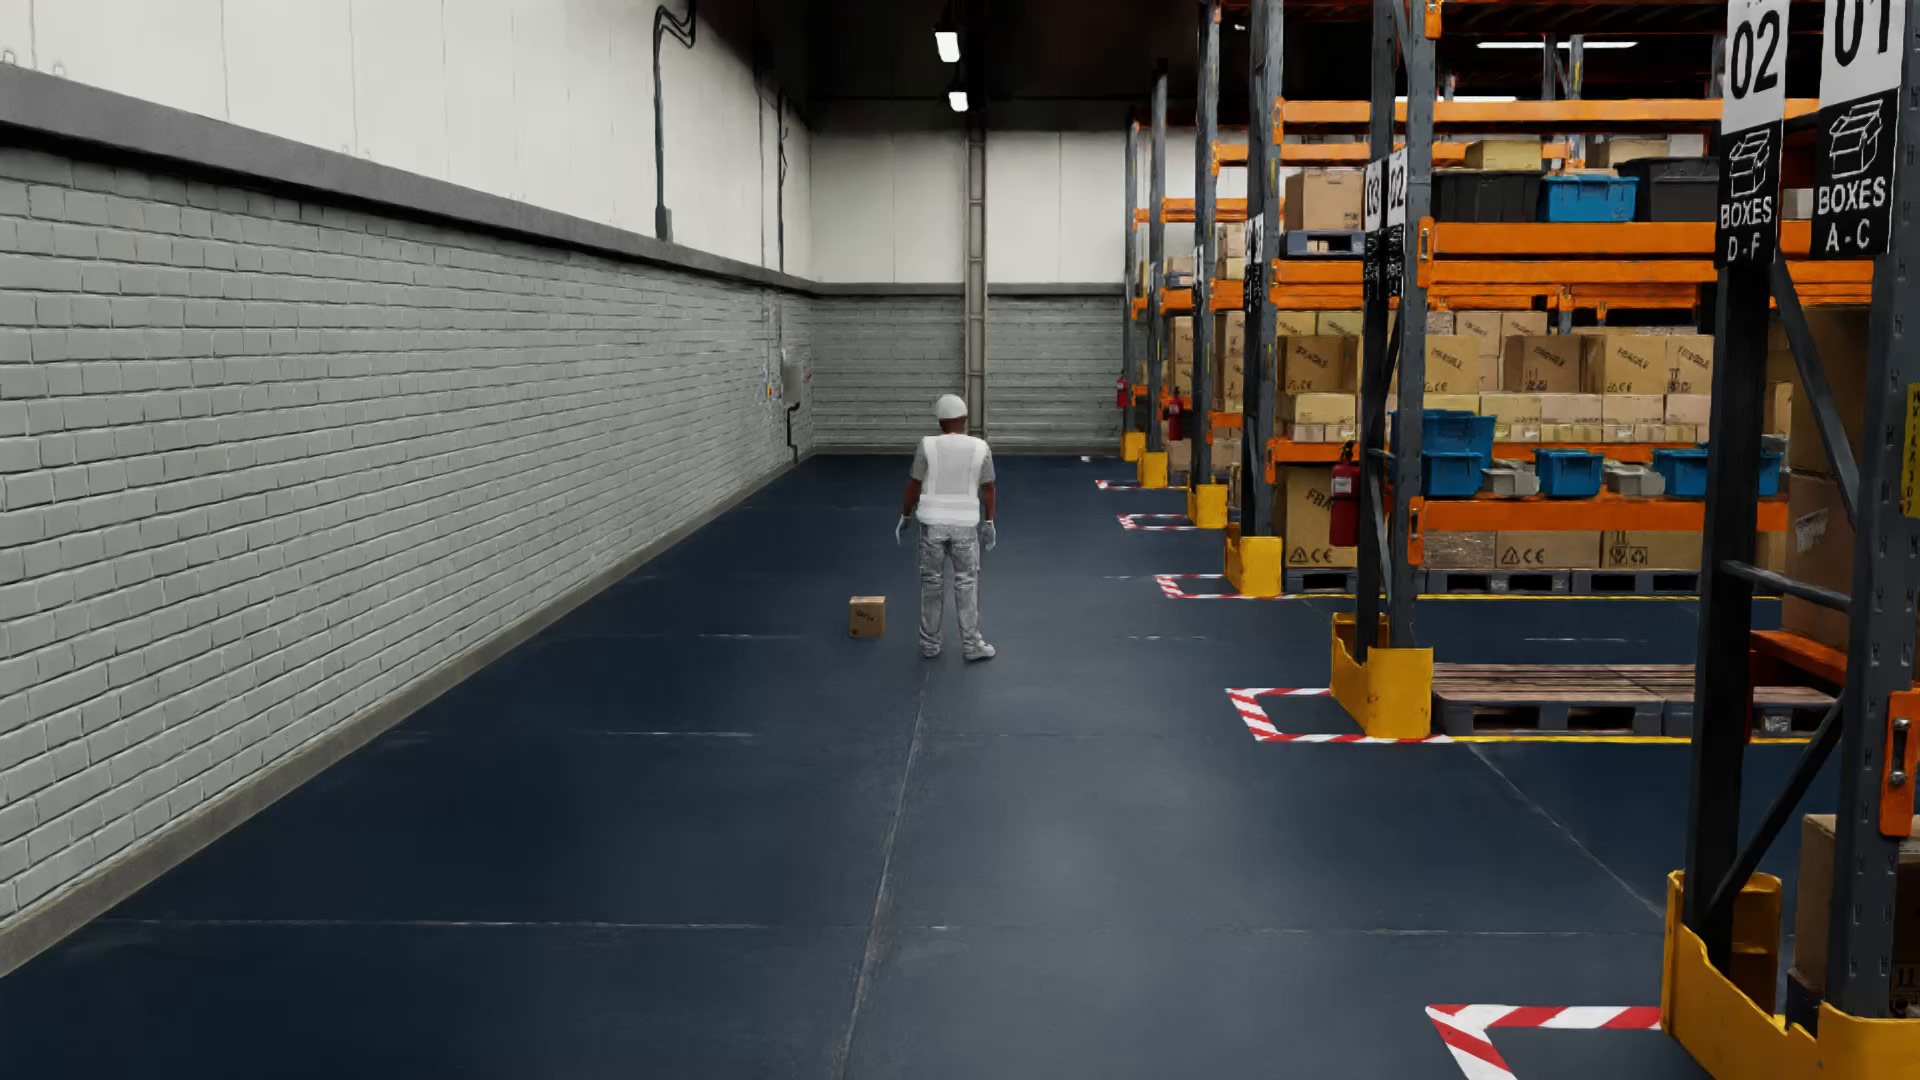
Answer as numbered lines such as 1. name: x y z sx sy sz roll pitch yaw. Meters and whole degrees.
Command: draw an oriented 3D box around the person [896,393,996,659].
1. person: -0.096 -0.098 11.310 0.680 1.780 0.441 -1 7 -5
